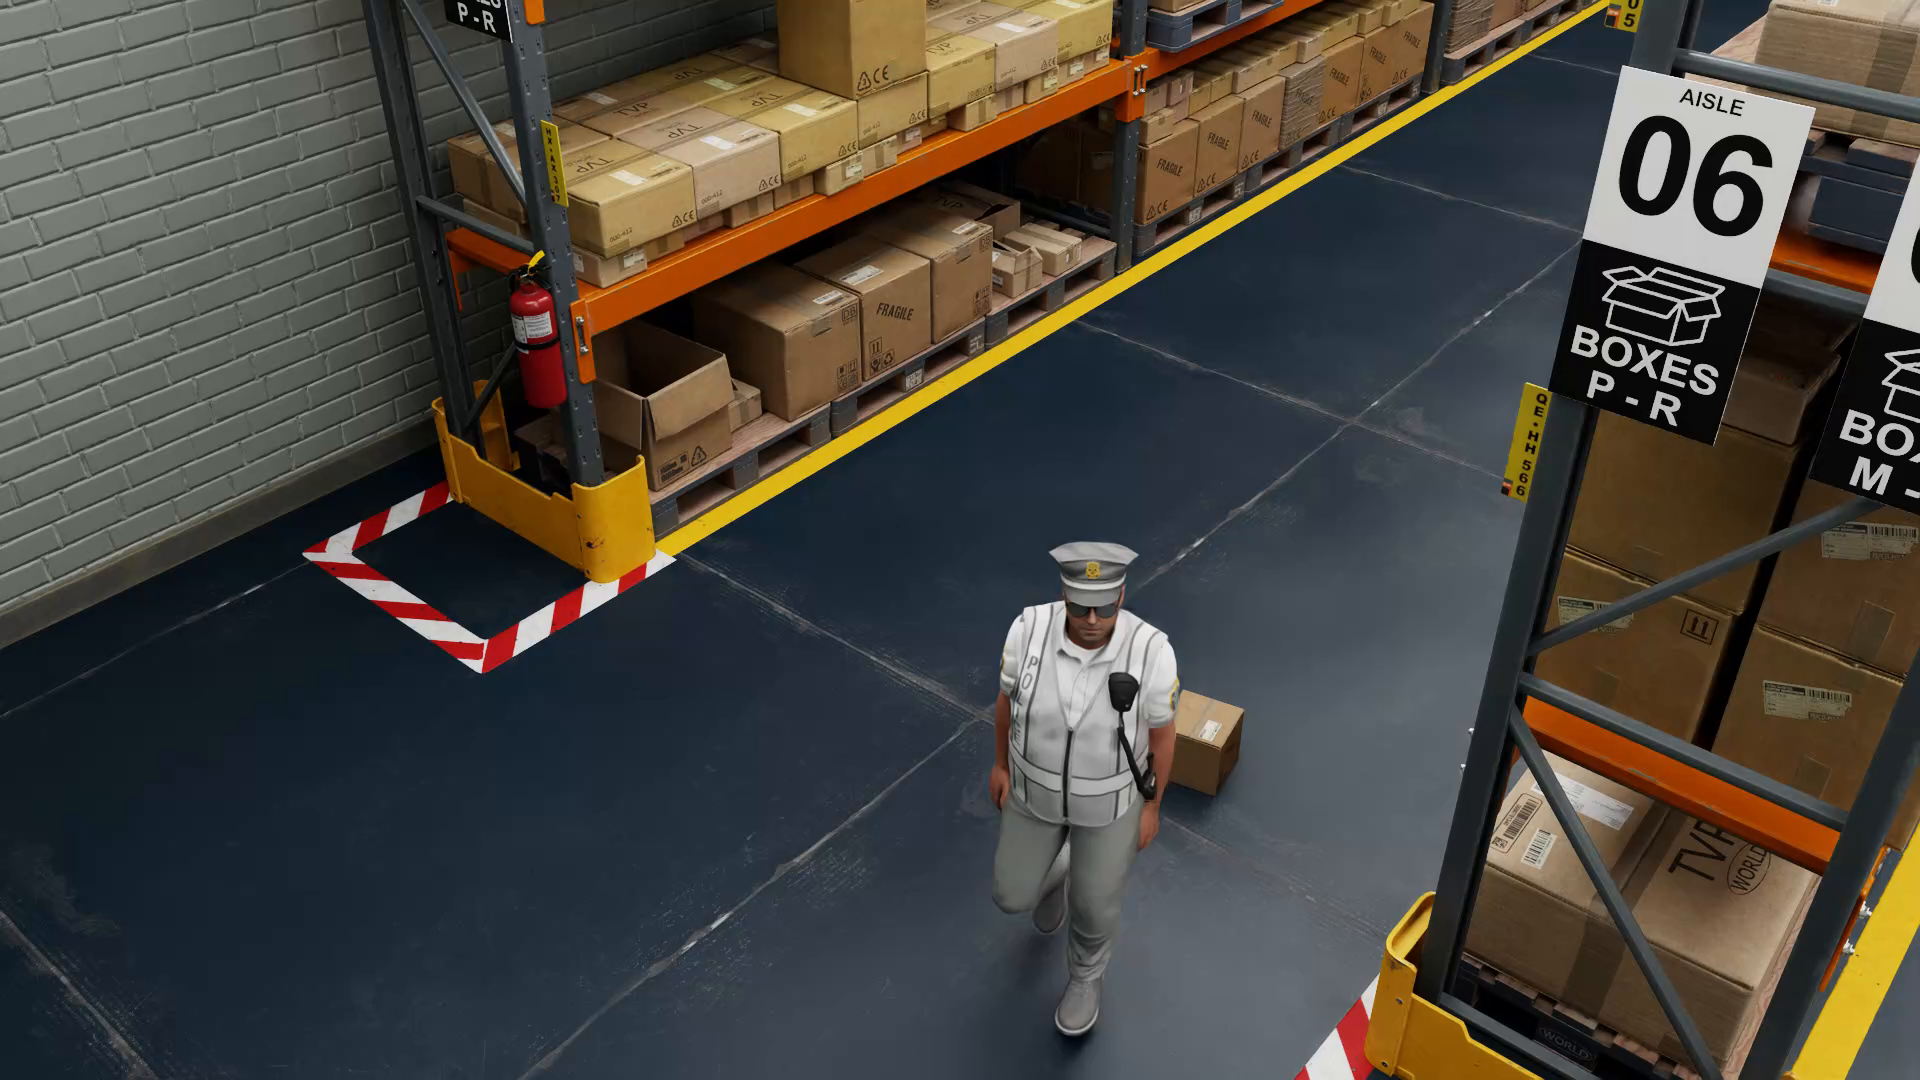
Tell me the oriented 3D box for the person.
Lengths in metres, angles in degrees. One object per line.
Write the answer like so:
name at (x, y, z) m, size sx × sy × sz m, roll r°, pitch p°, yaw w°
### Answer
person at (0.362, 0.709, 5.052) m, size 0.562 × 1.757 × 0.573 m, roll 9°, pitch 36°, yaw 13°
